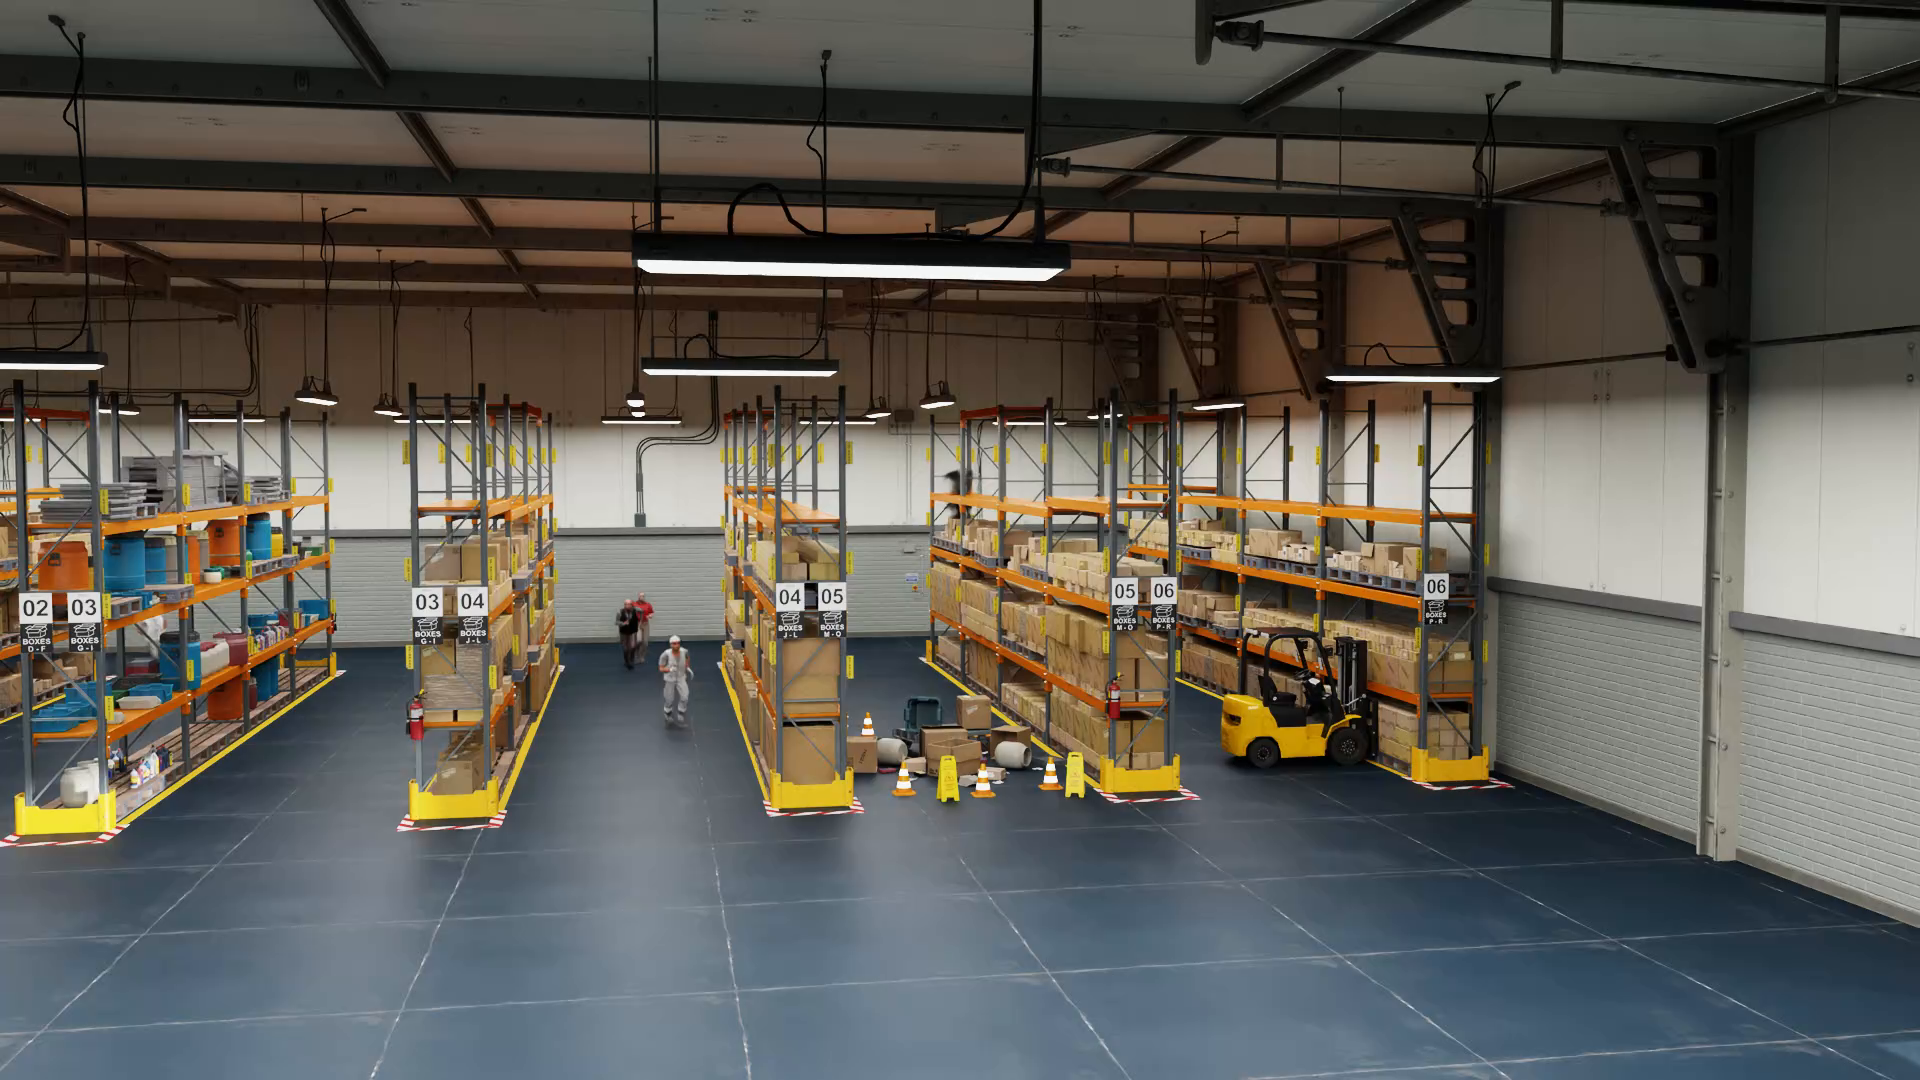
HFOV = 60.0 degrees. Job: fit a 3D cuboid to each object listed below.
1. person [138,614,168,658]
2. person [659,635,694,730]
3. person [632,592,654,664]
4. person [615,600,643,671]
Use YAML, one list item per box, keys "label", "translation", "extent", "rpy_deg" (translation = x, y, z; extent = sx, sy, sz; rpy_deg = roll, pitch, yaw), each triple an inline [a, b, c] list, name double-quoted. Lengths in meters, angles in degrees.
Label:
- label: "person"
  translation: [-18.105, 2.238, 37.419]
  extent: [0.759, 1.744, 0.666]
  rpy_deg: [-3, 4, -41]
- label: "person"
  translation: [-5.205, 2.597, 30.508]
  extent: [0.686, 1.735, 0.977]
  rpy_deg: [-1, 3, -22]
- label: "person"
  translation: [-7.684, 2.123, 40.039]
  extent: [0.650, 1.732, 0.695]
  rpy_deg: [-1, 3, -25]
- label: "person"
  translation: [-7.730, 2.234, 38.857]
  extent: [0.677, 1.717, 0.922]
  rpy_deg: [-1, 3, -15]
